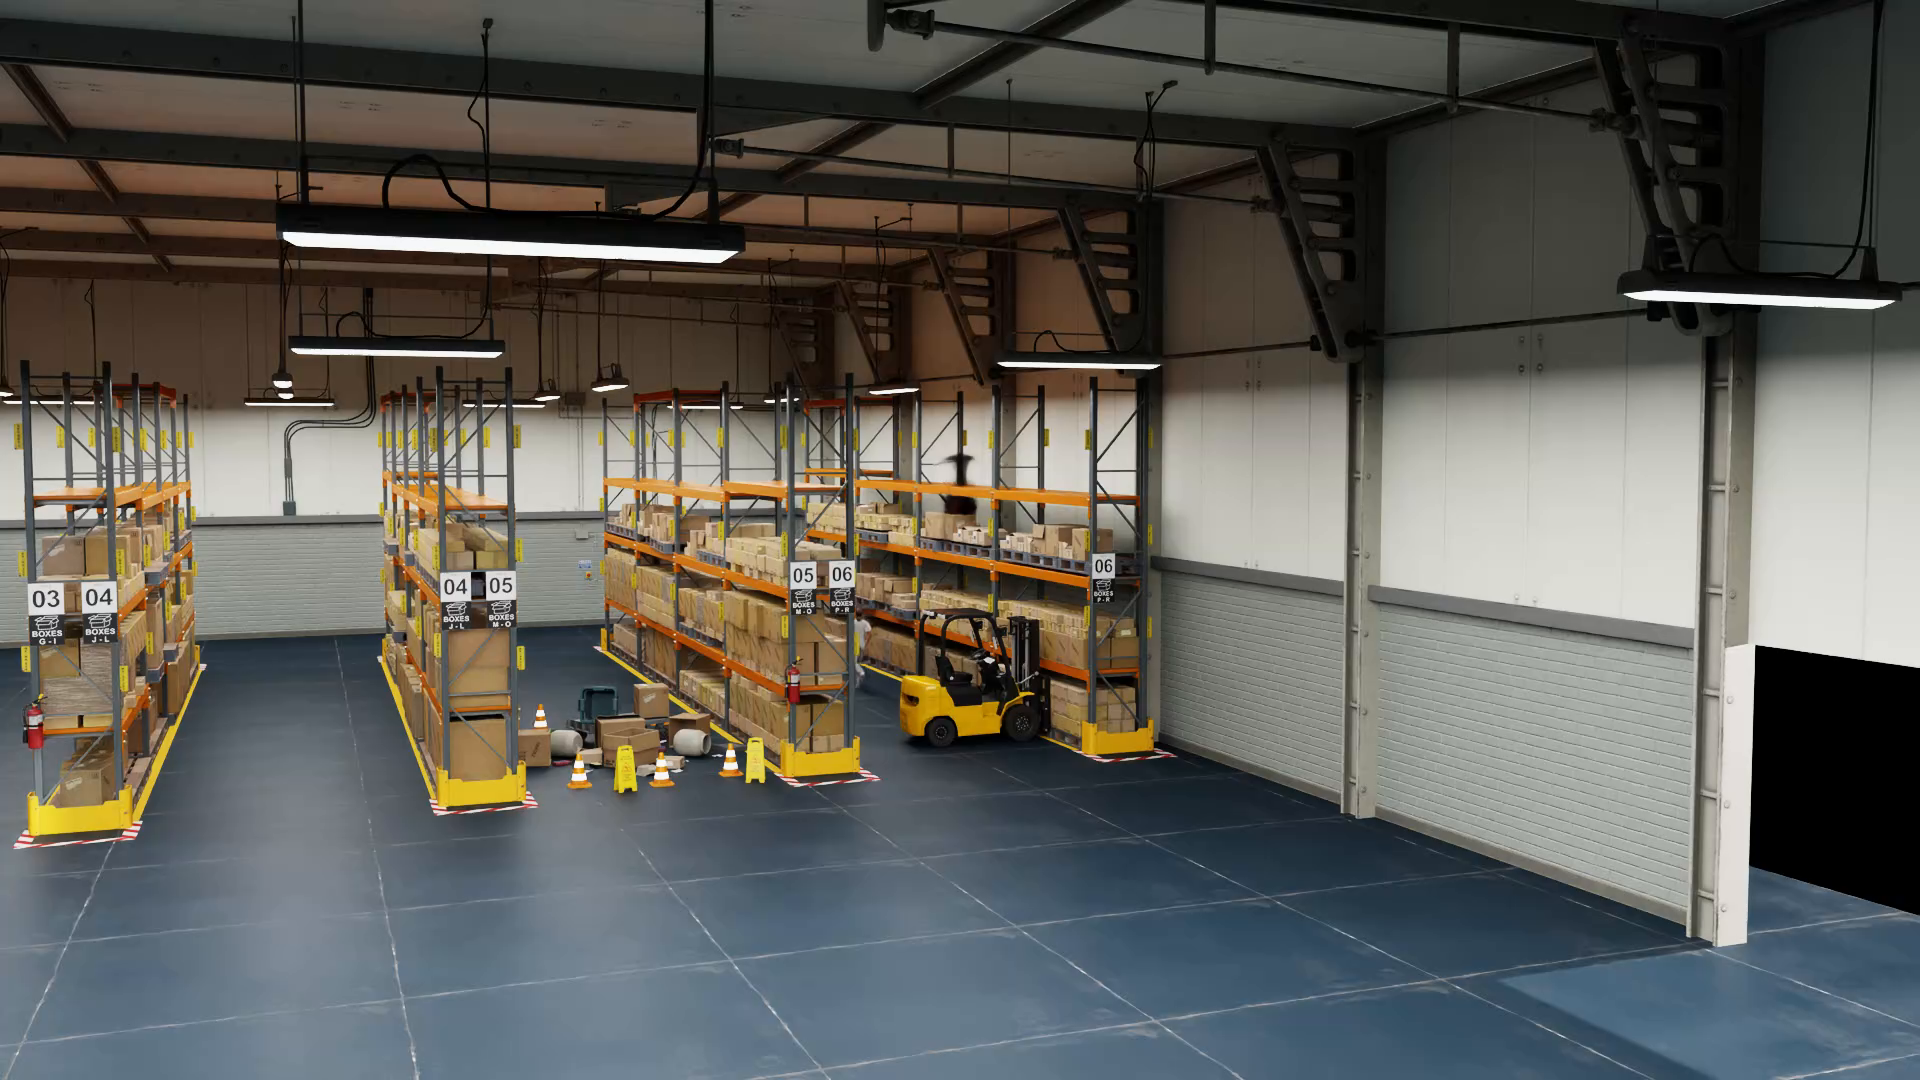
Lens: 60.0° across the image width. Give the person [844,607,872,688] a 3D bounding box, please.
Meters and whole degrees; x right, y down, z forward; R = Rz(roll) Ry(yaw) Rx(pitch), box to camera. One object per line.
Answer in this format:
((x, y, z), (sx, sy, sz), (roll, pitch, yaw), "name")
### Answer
((-2.035, 2.202, 33.304), (0.567, 1.641, 0.719), (-1, 4, -17), "person")
